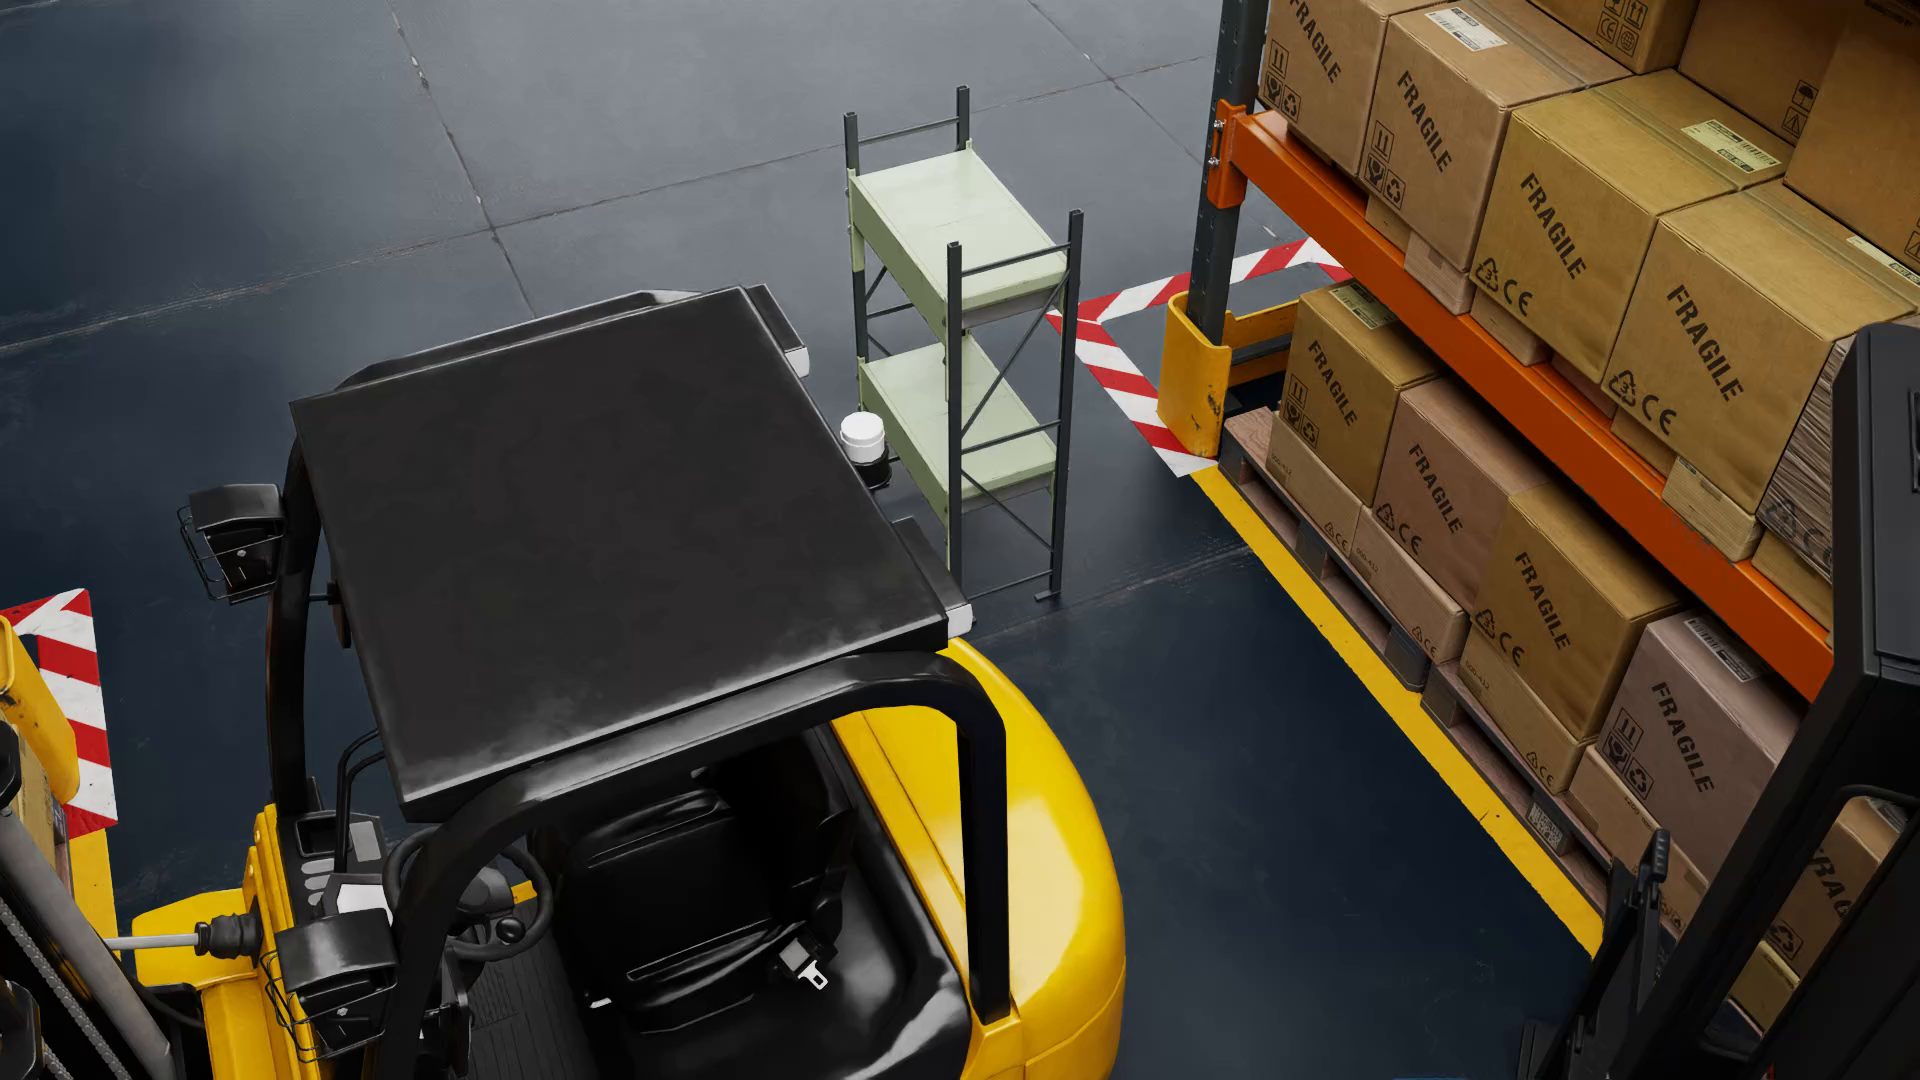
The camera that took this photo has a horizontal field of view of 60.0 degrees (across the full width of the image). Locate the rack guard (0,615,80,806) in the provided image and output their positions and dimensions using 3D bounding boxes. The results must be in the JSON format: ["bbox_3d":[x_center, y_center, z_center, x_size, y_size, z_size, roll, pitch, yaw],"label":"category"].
[{"bbox_3d":[-3.225,0.661,4.724,1.175,0.500,0.348,-18,47,-17],"label":"rack guard"}]

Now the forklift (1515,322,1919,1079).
[{"bbox_3d":[1.724,0.821,2.831,1.130,2.935,3.031,15,47,15],"label":"forklift"}]

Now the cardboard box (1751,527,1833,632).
[{"bbox_3d":[2.046,0.023,3.769,0.380,0.149,0.250,-19,48,-18],"label":"cardboard box"}]

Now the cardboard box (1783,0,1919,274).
[{"bbox_3d":[2.297,-0.940,3.572,0.700,0.500,0.500,-18,47,-18],"label":"cardboard box"}]

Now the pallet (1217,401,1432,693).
[{"bbox_3d":[1.628,-0.113,5.714,1.003,0.211,1.213,-18,47,-17],"label":"pallet"}]

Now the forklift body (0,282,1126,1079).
[{"bbox_3d":[-0.763,0.758,3.450,2.313,2.155,1.214,-18,47,-17],"label":"forklift body"}]

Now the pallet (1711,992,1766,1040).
[{"bbox_3d":[2.654,1.442,4.138,1.003,0.211,1.213,-18,47,-17],"label":"pallet"}]

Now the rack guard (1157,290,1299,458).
[{"bbox_3d":[1.319,-0.744,6.148,1.175,0.500,0.348,-18,47,-17],"label":"rack guard"}]

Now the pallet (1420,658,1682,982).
[{"bbox_3d":[2.137,0.664,4.927,1.003,0.211,1.213,-18,47,-17],"label":"pallet"}]

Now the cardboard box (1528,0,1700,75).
[{"bbox_3d":[1.906,-1.593,4.234,0.700,0.500,0.500,-18,47,-17],"label":"cardboard box"}]

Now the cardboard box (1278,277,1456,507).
[{"bbox_3d":[1.385,-0.509,5.255,0.500,0.500,0.500,-20,48,-19],"label":"cardboard box"}]

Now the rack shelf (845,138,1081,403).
[{"bbox_3d":[-0.003,-0.816,4.953,0.431,0.370,0.720,-18,47,-17],"label":"rack shelf"}]

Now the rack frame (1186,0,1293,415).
[{"bbox_3d":[1.287,-1.682,5.319,1.000,3.000,0.127,-18,47,-17],"label":"rack frame"}]

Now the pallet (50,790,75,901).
[{"bbox_3d":[-2.856,1.254,4.329,1.003,0.211,1.213,-18,47,-17],"label":"pallet"}]

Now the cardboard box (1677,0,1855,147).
[{"bbox_3d":[2.213,-1.299,3.936,0.700,0.500,0.500,-19,48,-18],"label":"cardboard box"}]

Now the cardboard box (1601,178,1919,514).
[{"bbox_3d":[1.891,-0.464,3.802,0.500,0.500,0.500,-19,48,-18],"label":"cardboard box"}]

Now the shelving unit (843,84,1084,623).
[{"bbox_3d":[-0.003,-0.538,5.228,0.431,1.500,0.755,-18,47,-17],"label":"shelving unit"}]

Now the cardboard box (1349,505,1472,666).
[{"bbox_3d":[1.583,0.071,5.201,0.500,0.250,0.500,-16,47,-16],"label":"cardboard box"}]

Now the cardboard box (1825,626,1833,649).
[{"bbox_3d":[2.127,0.195,3.595,0.380,0.149,0.250,-19,48,-18],"label":"cardboard box"}]

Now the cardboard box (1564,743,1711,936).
[{"bbox_3d":[2.034,0.737,4.526,0.500,0.250,0.500,-17,47,-17],"label":"cardboard box"}]

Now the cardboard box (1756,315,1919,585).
[{"bbox_3d":[2.111,-0.139,3.473,0.500,0.500,0.500,-17,47,-16],"label":"cardboard box"}]

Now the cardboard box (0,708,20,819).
[{"bbox_3d":[-2.727,0.656,4.253,0.500,0.250,0.500,-19,48,-18],"label":"cardboard box"}]

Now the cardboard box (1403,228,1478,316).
[{"bbox_3d":[1.464,-0.790,4.594,0.380,0.149,0.250,-17,47,-17],"label":"cardboard box"}]

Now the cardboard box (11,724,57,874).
[{"bbox_3d":[-2.731,0.822,4.440,0.500,0.250,0.500,-18,47,-17],"label":"cardboard box"}]

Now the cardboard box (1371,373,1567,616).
[{"bbox_3d":[1.609,-0.177,4.918,0.500,0.500,0.500,-20,48,-19],"label":"cardboard box"}]

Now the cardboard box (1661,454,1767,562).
[{"bbox_3d":[1.905,-0.130,3.925,0.380,0.149,0.250,-18,47,-17],"label":"cardboard box"}]

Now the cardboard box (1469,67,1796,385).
[{"bbox_3d":[1.670,-0.786,4.128,0.500,0.500,0.500,-19,48,-18],"label":"cardboard box"}]

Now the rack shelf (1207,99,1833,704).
[{"bbox_3d":[2.128,-0.151,4.280,1.077,0.370,4.000,-18,47,-17],"label":"rack shelf"}]

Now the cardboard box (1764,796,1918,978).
[{"bbox_3d":[2.261,0.808,3.920,0.500,0.500,0.500,-17,47,-17],"label":"cardboard box"}]

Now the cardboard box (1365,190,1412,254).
[{"bbox_3d":[1.399,-0.965,4.771,0.380,0.149,0.250,-19,48,-19],"label":"cardboard box"}]

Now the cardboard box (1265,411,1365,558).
[{"bbox_3d":[1.375,-0.257,5.533,0.500,0.250,0.500,-18,48,-18],"label":"cardboard box"}]

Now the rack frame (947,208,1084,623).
[{"bbox_3d":[0.151,-0.305,4.991,0.400,1.500,0.023,-18,47,-17],"label":"rack frame"}]

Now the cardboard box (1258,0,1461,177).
[{"bbox_3d":[1.234,-1.440,4.790,0.500,0.500,0.500,-19,48,-18],"label":"cardboard box"}]

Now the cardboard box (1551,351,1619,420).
[{"bbox_3d":[1.769,-0.484,4.284,0.380,0.149,0.250,-17,47,-16],"label":"cardboard box"}]

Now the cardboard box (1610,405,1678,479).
[{"bbox_3d":[1.853,-0.307,4.105,0.380,0.149,0.250,-19,48,-18],"label":"cardboard box"}]

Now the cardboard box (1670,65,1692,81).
[{"bbox_3d":[1.971,-1.238,4.586,0.500,0.500,0.500,-18,47,-17],"label":"cardboard box"}]

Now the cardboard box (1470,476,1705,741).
[{"bbox_3d":[1.813,0.145,4.592,0.500,0.500,0.500,-17,47,-17],"label":"cardboard box"}]

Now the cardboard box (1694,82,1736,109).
[{"bbox_3d":[2.178,-0.918,4.262,0.500,0.500,0.500,-18,47,-18],"label":"cardboard box"}]

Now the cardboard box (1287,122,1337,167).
[{"bbox_3d":[1.242,-1.315,5.126,0.380,0.149,0.250,-18,47,-17],"label":"cardboard box"}]

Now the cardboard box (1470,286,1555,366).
[{"bbox_3d":[1.603,-0.635,4.437,0.380,0.149,0.250,-17,47,-16],"label":"cardboard box"}]

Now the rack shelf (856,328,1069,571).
[{"bbox_3d":[-0.003,-0.306,5.457,0.431,0.370,0.720,-18,47,-17],"label":"rack shelf"}]

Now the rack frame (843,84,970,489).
[{"bbox_3d":[-0.157,-0.771,5.464,0.400,1.500,0.023,-18,47,-17],"label":"rack frame"}]

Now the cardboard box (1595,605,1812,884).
[{"bbox_3d":[2.045,0.483,4.249,0.500,0.500,0.500,-16,47,-15],"label":"cardboard box"}]

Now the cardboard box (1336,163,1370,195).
[{"bbox_3d":[1.361,-1.158,4.967,0.380,0.149,0.250,-17,47,-17],"label":"cardboard box"}]

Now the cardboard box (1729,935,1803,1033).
[{"bbox_3d":[2.243,1.063,4.196,0.500,0.250,0.500,-19,48,-18],"label":"cardboard box"}]

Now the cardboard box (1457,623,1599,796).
[{"bbox_3d":[1.824,0.415,4.853,0.500,0.250,0.500,-15,47,-15],"label":"cardboard box"}]

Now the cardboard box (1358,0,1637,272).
[{"bbox_3d":[1.455,-1.110,4.457,0.500,0.500,0.500,-17,47,-16],"label":"cardboard box"}]
